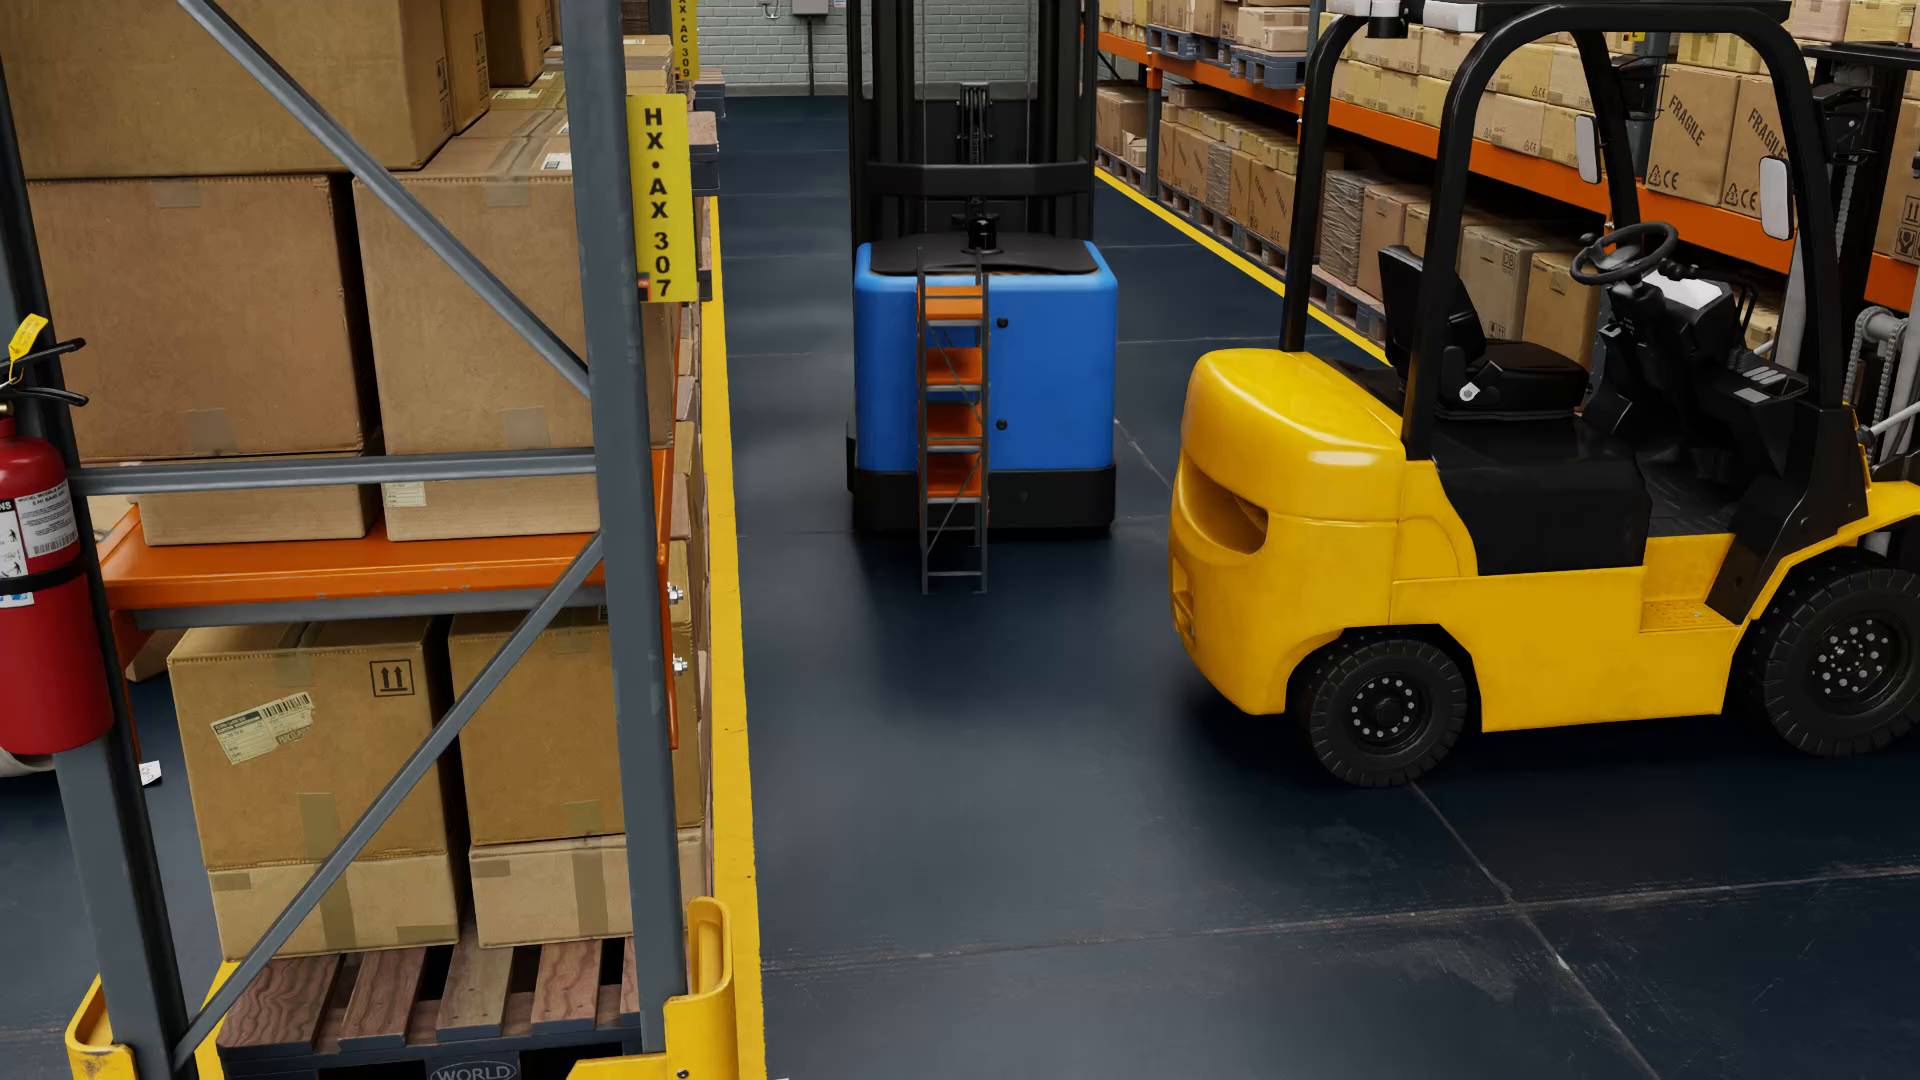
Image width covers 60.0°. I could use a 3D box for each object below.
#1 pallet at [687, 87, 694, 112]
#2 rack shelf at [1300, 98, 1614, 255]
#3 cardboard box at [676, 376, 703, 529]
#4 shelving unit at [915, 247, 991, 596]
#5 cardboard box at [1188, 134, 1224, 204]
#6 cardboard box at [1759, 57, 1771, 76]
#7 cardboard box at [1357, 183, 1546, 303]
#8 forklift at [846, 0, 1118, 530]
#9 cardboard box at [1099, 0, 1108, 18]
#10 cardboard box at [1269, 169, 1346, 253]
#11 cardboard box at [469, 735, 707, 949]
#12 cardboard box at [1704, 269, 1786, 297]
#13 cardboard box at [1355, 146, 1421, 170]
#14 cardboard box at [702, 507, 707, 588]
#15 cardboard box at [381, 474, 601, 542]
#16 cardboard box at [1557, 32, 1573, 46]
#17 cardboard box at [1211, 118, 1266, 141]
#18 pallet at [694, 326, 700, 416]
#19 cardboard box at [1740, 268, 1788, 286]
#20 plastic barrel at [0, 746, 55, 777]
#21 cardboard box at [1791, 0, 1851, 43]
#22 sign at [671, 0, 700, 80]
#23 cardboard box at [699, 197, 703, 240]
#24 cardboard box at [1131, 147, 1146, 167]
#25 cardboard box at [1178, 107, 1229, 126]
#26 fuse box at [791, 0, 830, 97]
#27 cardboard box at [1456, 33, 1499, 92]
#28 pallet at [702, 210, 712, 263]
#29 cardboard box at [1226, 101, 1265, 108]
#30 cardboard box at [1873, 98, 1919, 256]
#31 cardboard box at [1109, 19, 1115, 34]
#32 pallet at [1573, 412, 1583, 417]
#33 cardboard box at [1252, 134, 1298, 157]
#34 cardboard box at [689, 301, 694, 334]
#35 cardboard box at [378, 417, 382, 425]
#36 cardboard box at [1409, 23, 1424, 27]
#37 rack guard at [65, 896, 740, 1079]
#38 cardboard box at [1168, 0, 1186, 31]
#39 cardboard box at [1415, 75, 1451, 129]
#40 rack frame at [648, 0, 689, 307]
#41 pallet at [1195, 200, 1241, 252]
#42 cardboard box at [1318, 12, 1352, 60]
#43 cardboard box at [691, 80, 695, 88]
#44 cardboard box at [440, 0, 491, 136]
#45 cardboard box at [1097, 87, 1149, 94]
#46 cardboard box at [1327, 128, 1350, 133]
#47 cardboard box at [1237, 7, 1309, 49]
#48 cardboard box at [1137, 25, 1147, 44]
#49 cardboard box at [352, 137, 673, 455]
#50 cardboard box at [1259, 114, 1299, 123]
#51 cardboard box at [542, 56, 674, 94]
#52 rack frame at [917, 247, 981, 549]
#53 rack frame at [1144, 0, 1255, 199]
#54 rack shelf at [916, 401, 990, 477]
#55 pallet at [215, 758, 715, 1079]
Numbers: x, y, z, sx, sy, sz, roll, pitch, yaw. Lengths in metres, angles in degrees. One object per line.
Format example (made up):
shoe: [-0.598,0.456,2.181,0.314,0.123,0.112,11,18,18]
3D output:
pallet: [-1.839,-2.102,8.330,1.003,0.211,1.213,-3,21,-8]
rack shelf: [3.035,-2.097,9.072,1.077,0.370,4.000,-3,21,-8]
cardboard box: [-1.088,-0.206,5.238,0.500,0.500,0.500,-2,21,-5]
shelving unit: [-0.030,-0.446,6.195,0.258,1.200,0.503,-1,20,-2]
cardboard box: [2.171,-3.001,13.437,0.500,0.500,0.500,-4,21,-9]
cardboard box: [3.213,-1.790,6.152,0.380,0.149,0.250,-3,21,-8]
cardboard box: [2.925,-1.768,9.957,0.875,0.625,0.625,-2,21,-6]
forklift: [0.043,-1.881,7.563,1.130,2.935,3.031,-1,20,-2]
cardboard box: [1.636,-5.269,16.325,0.500,0.250,0.500,-3,21,-9]
cardboard box: [2.473,-2.288,11.527,0.500,0.500,0.500,-2,21,-6]
cardboard box: [-0.854,0.693,3.903,0.500,0.250,0.500,-3,21,-8]
cardboard box: [3.082,-0.935,6.834,0.500,0.250,0.500,-3,21,-9]
cardboard box: [2.980,-2.652,11.576,0.380,0.149,0.250,-2,21,-5]
cardboard box: [-1.150,-0.023,5.821,0.500,0.250,0.500,-3,21,-9]
cardboard box: [-0.856,-0.115,3.097,0.380,0.149,0.250,-3,21,-8]
cardboard box: [3.016,-2.375,7.718,0.380,0.149,0.250,-3,21,-8]
cardboard box: [2.209,-3.254,13.188,0.380,0.149,0.250,-2,21,-6]
pallet: [-1.881,-0.876,8.761,1.003,0.211,1.213,-3,21,-8]
cardboard box: [3.585,-0.958,6.894,0.500,0.250,0.500,-3,21,-7]
plastic barrel: [-2.808,0.463,4.871,0.512,0.421,0.421,12,24,30]
cardboard box: [3.184,-1.838,5.855,0.380,0.149,0.250,-2,21,-7]
sign: [-1.052,-1.925,6.347,0.100,0.325,0.005,-3,21,-8]
cardboard box: [-2.307,-2.629,11.903,0.875,0.875,0.875,-3,21,-7]
cardboard box: [1.799,-3.551,15.410,0.380,0.149,0.250,-4,21,-9]
cardboard box: [2.075,-3.611,14.143,0.380,0.149,0.250,-3,21,-9]
fuse box: [-2.054,-7.048,23.140,0.539,1.711,0.414,-3,21,-8]
cardboard box: [2.850,-2.418,8.402,0.500,0.250,0.500,-3,21,-7]
pallet: [-2.377,-2.267,12.483,1.003,0.211,1.213,-3,21,-8]
cardboard box: [2.508,-3.728,14.456,0.380,0.149,0.250,-4,21,-10]
cardboard box: [3.294,-1.267,5.678,0.500,0.500,0.500,-3,21,-8]
cardboard box: [1.669,-5.026,16.246,0.380,0.149,0.250,-3,21,-8]
pallet: [3.178,-0.688,8.257,1.003,0.211,1.213,-3,21,-8]
cardboard box: [2.367,-2.894,12.223,0.380,0.149,0.250,-2,21,-6]
cardboard box: [-1.875,-1.126,8.600,0.950,0.372,0.625,-2,21,-6]
cardboard box: [-1.439,-0.278,3.532,0.380,0.149,0.250,-3,21,-9]
cardboard box: [2.697,-2.906,9.138,0.380,0.149,0.250,-2,21,-7]
rack guard: [-1.023,1.040,3.218,1.175,0.500,0.348,-3,21,-8]
cardboard box: [2.093,-4.397,13.458,0.700,0.500,0.500,-3,21,-7]
cardboard box: [2.790,-2.358,8.957,0.500,0.250,0.500,-2,21,-6]
rack frame: [-1.588,-1.490,6.418,1.000,3.000,0.127,-3,21,-8]
pallet: [2.504,-2.502,13.113,1.003,0.211,1.213,-3,21,-8]
cardboard box: [2.544,-3.123,10.291,0.500,0.250,0.500,-3,21,-8]
cardboard box: [-1.612,-2.496,8.870,0.380,0.149,0.250,-3,21,-7]
cardboard box: [-1.367,-1.101,3.380,0.700,0.500,0.500,-3,21,-7]
cardboard box: [1.672,-4.408,17.202,0.700,0.500,0.500,-2,21,-6]
cardboard box: [2.820,-3.014,12.545,0.380,0.149,0.250,-3,21,-9]
cardboard box: [2.274,-3.602,11.687,0.500,0.250,0.500,-4,21,-10]
cardboard box: [1.815,-4.580,15.052,0.380,0.149,0.250,-2,21,-6]
cardboard box: [-0.805,-0.469,3.117,0.500,0.500,0.500,-3,21,-9]
cardboard box: [2.644,-3.368,13.492,0.380,0.149,0.250,-2,21,-6]
cardboard box: [-1.118,-1.177,5.013,0.500,0.500,0.500,-2,21,-6]
rack frame: [-0.041,-0.531,6.423,0.240,1.200,0.015,-1,20,-2]
rack frame: [2.170,-4.511,14.508,1.000,3.000,0.127,-3,21,-8]
rack shelf: [-0.030,-0.383,6.218,0.258,0.148,0.480,-1,20,-2]
pallet: [-1.105,0.892,4.026,1.003,0.211,1.213,-3,21,-8]
